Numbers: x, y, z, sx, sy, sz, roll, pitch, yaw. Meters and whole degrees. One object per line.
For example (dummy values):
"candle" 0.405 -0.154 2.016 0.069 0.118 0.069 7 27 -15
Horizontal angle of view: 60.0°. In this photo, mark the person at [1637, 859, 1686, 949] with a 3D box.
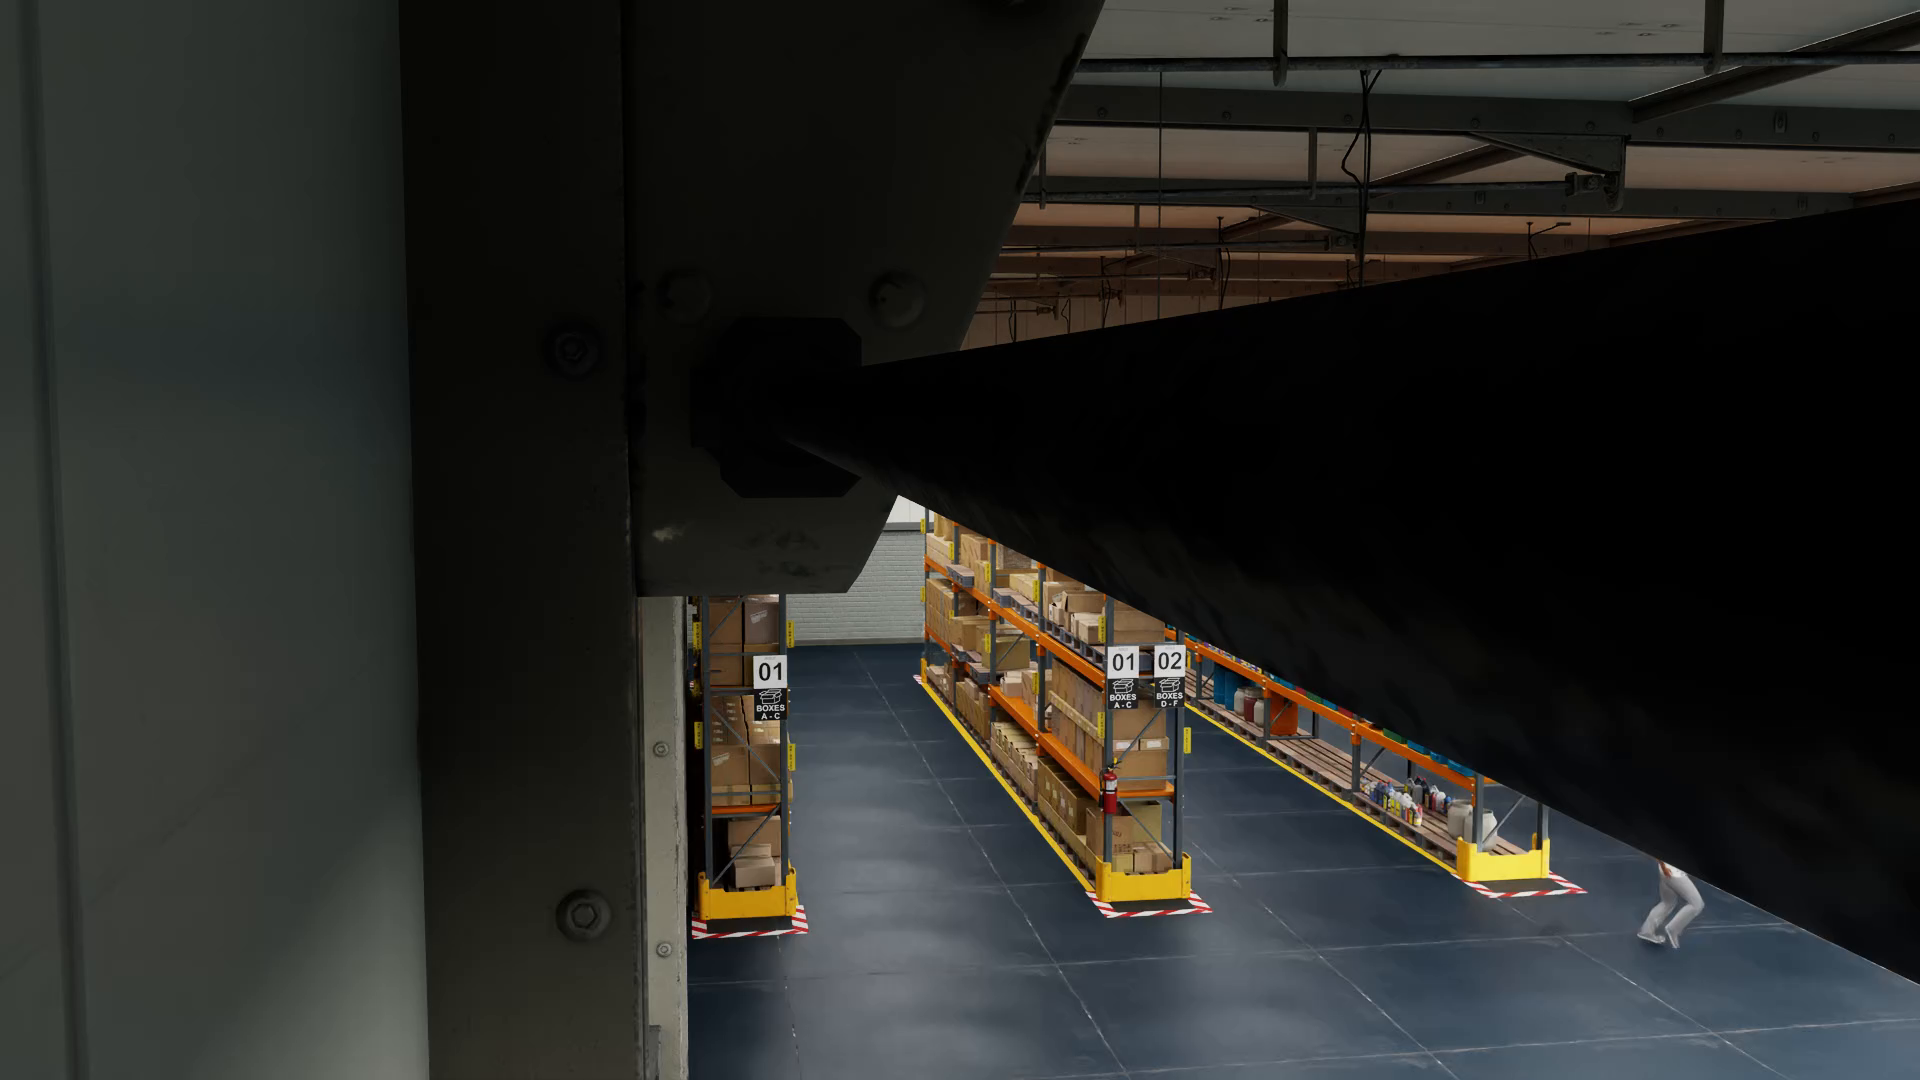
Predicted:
"person" 8.156 3.826 18.989 0.730 1.683 0.559 2 5 21
